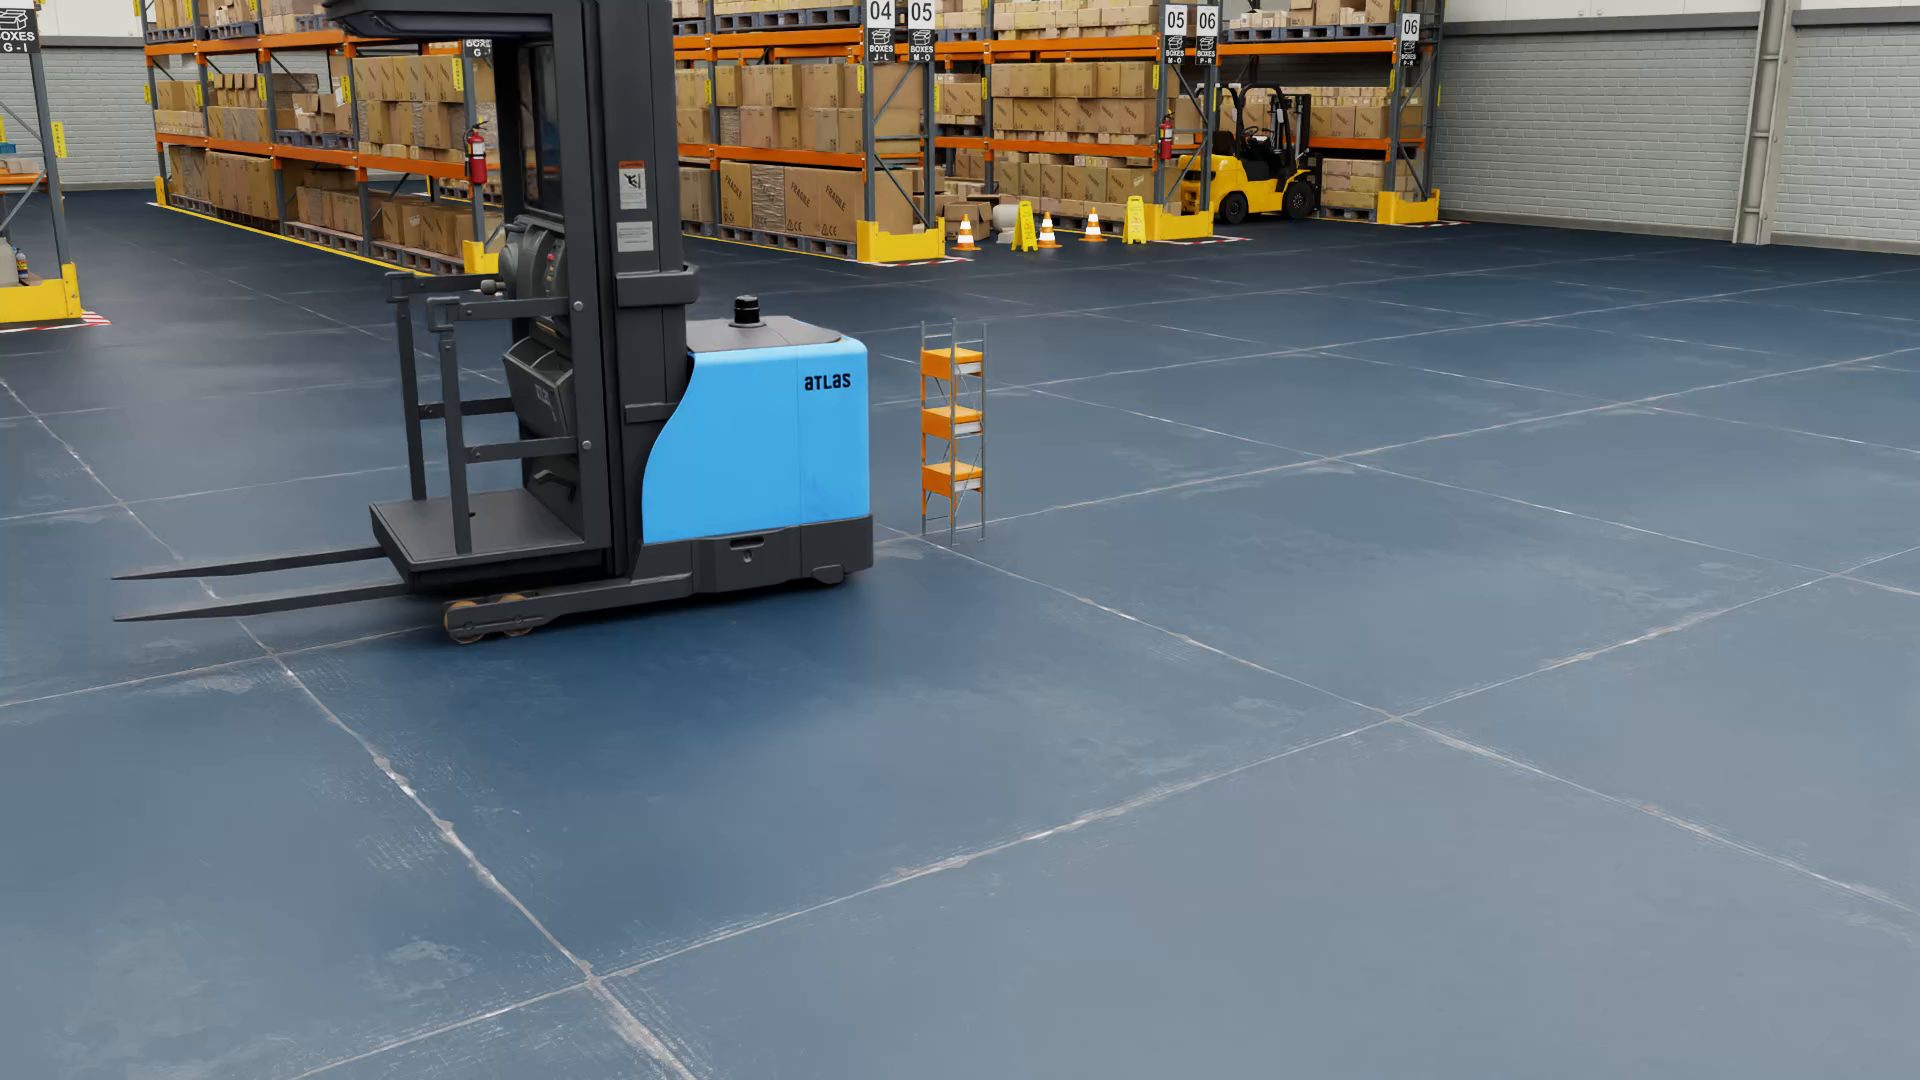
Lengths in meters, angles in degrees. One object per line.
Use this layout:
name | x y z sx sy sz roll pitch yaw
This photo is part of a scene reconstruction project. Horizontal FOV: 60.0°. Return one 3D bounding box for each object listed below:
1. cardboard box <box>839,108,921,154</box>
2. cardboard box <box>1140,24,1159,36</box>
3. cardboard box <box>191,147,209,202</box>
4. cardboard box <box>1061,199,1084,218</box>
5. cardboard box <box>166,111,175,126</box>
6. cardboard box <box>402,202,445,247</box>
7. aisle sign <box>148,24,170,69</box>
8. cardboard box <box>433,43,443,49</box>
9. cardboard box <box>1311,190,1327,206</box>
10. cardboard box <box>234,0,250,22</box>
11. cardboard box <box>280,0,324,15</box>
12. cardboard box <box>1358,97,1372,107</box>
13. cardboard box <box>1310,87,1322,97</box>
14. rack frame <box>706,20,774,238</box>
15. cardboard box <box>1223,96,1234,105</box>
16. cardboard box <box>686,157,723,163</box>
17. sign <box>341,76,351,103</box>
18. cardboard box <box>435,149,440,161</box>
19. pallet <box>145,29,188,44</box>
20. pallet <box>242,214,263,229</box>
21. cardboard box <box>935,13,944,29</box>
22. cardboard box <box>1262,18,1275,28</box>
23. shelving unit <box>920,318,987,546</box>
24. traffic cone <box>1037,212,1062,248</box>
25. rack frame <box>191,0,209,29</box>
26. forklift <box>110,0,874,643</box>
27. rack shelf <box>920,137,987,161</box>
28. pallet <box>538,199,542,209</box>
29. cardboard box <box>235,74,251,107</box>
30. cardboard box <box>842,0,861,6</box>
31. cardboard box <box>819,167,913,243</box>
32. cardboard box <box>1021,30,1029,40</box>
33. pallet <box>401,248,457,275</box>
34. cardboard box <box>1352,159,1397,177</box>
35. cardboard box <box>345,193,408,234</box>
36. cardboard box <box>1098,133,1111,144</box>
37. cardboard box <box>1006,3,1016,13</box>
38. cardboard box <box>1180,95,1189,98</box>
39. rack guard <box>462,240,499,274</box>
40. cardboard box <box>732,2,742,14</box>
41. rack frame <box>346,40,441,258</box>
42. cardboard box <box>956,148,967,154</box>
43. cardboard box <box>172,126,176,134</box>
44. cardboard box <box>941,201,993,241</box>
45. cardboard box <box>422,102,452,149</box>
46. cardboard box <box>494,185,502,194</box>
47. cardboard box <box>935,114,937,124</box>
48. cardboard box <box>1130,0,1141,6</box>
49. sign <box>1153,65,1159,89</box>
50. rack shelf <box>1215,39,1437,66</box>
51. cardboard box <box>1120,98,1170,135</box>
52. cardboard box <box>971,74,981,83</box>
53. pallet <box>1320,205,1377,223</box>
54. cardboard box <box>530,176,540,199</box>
cardboard box | -1.012 -5.166 20.985 0.875 0.550 0.550 -11 19 -35
cardboard box | 2.751 -7.170 23.384 0.380 0.149 0.250 -11 19 -34
cardboard box | -12.737 -6.359 28.857 0.875 0.875 0.875 -11 19 -35
cardboard box | 1.884 -5.041 25.227 0.500 0.250 0.500 -12 19 -37
cardboard box | -13.569 -7.399 29.147 0.500 0.250 0.500 -12 19 -36
cardboard box | -6.635 -3.912 20.625 0.500 0.500 0.500 -5 16 -17
aisle sign | -14.521 -8.913 30.033 0.394 0.787 0.004 -11 19 -35
cardboard box | -9.801 -9.564 31.940 0.500 0.250 0.500 -10 18 -33
cardboard box | 6.097 -5.726 27.729 0.500 0.250 0.500 -11 19 -34
cardboard box | -10.528 -7.969 24.843 0.500 0.500 0.500 -10 18 -32
cardboard box | -8.867 -7.362 22.475 0.500 0.500 0.500 -12 19 -36
cardboard box | 6.595 -7.024 26.641 0.380 0.149 0.250 -11 18 -34
cardboard box | 5.988 -7.388 27.406 0.380 0.149 0.250 -10 18 -33
rack frame | -3.109 -5.876 23.862 1.000 3.000 0.127 -11 19 -35
cardboard box | 4.823 -7.689 29.069 0.380 0.149 0.250 -11 19 -35
cardboard box | -5.206 -7.875 35.226 0.875 0.438 0.875 -10 18 -33
sign | -7.627 -5.599 20.658 0.100 0.325 0.005 -11 19 -35
cardboard box | -5.746 -4.395 18.929 0.380 0.149 0.250 -11 19 -35
pallet | -13.792 -8.937 29.533 1.003 0.211 1.213 -11 19 -35
pallet | -10.648 -5.077 26.226 1.003 0.211 1.213 -11 19 -35
cardboard box | -0.217 -8.563 27.486 0.500 0.250 0.500 -11 19 -34
cardboard box | 5.318 -8.706 28.013 0.380 0.149 0.250 -10 18 -33
shelving unit | -0.031 -0.518 7.979 0.215 1.050 0.252 -11 19 -35
traffic cone | 1.193 -4.235 22.671 0.336 0.463 0.334 -11 19 -35
rack frame | -11.884 -9.729 26.578 1.000 3.000 0.127 -11 19 -35
forklift | -1.935 -1.163 6.774 3.031 2.935 1.130 -8 17 -26
rack shelf | -0.340 -6.746 28.403 1.077 0.370 4.000 -11 19 -35
pallet | -6.632 -5.812 28.912 1.003 0.211 1.213 -11 19 -35
cardboard box | -10.730 -6.954 25.712 0.797 0.503 0.637 -10 18 -33
cardboard box | -1.227 -6.616 20.377 0.380 0.149 0.250 -11 19 -35
cardboard box | -1.209 -4.334 21.458 0.875 0.875 0.875 -11 19 -34
cardboard box | 1.164 -7.786 25.636 0.380 0.149 0.250 -11 19 -34
pallet | -6.036 -3.384 20.040 1.003 0.211 1.213 -11 19 -35
cardboard box | 6.677 -5.991 26.803 0.500 0.250 0.500 -10 18 -33
cardboard box | -7.789 -4.373 22.274 0.700 0.500 0.500 -11 19 -35
cardboard box | 2.247 -5.882 24.362 0.380 0.149 0.250 -10 18 -34
cardboard box | 0.933 -8.207 25.663 0.380 0.149 0.250 -10 18 -33
cardboard box | 4.200 -7.949 30.020 0.380 0.149 0.250 -11 19 -35
rack guard | -4.873 -3.084 18.397 1.175 0.500 0.348 -11 19 -35
cardboard box | -2.871 -7.213 22.557 0.380 0.149 0.250 -11 19 -35
rack frame | -7.180 -5.127 21.128 1.000 3.000 0.127 -11 19 -35
cardboard box | 0.140 -8.337 35.566 0.380 0.149 0.250 -10 18 -32
cardboard box | -13.536 -7.168 29.058 0.380 0.149 0.250 -11 19 -35
cardboard box | 0.107 -4.590 23.892 0.637 0.503 0.797 4 16 13
cardboard box | -5.521 -4.675 18.722 0.875 0.500 0.500 -11 19 -35
cardboard box | -8.319 -6.442 30.537 0.380 0.149 0.250 -11 19 -34
cardboard box | -0.278 -7.034 27.775 0.380 0.149 0.250 -11 19 -35
cardboard box | 2.629 -7.609 23.479 0.380 0.149 0.250 -10 18 -34
sign | 2.727 -6.441 23.134 0.100 0.325 0.005 -11 19 -35
rack shelf | 6.024 -8.110 27.705 1.077 0.370 4.000 -11 19 -35
cardboard box | 2.645 -6.076 23.842 0.500 0.500 0.500 -11 19 -36
cardboard box | 0.123 -7.744 27.911 0.380 0.149 0.250 -10 18 -31
pallet | 6.717 -5.395 27.386 1.003 0.211 1.213 -11 19 -35
cardboard box | -7.280 -6.269 29.239 0.500 0.500 0.500 -10 18 -32
